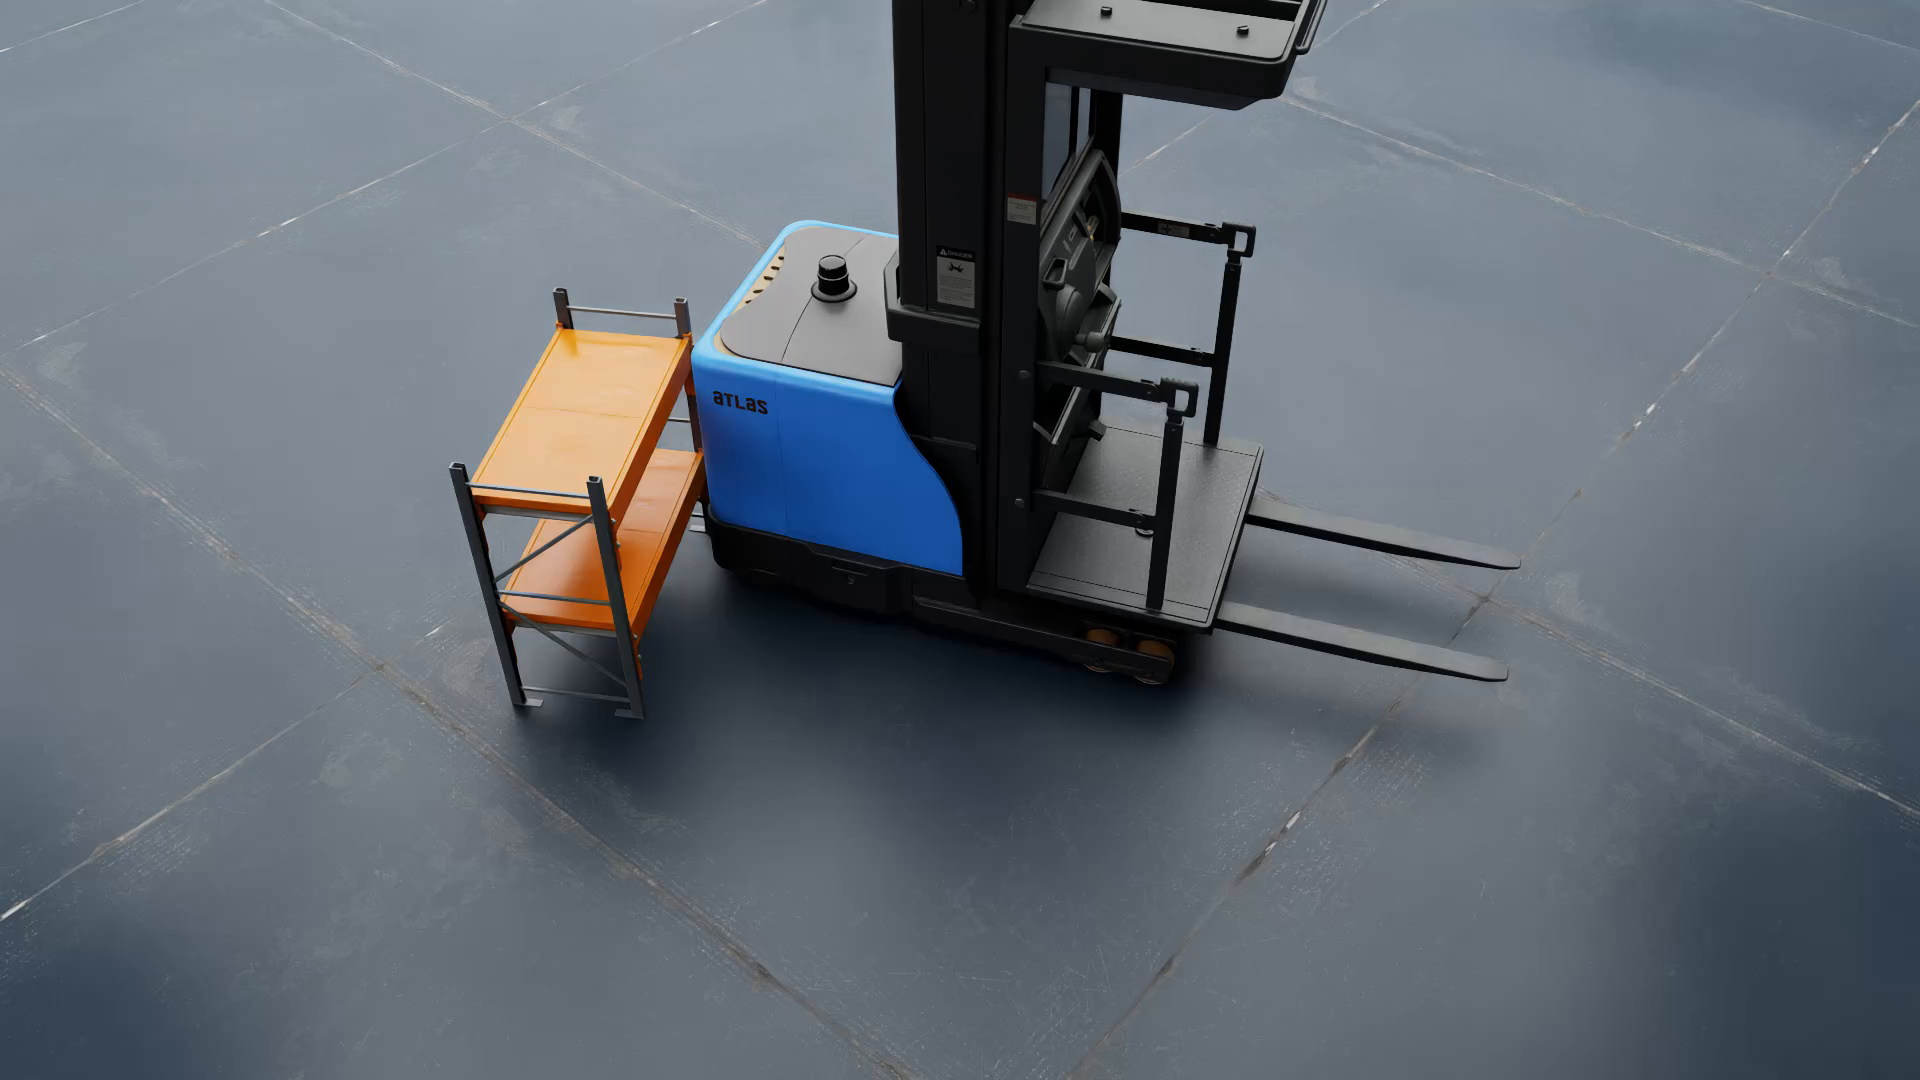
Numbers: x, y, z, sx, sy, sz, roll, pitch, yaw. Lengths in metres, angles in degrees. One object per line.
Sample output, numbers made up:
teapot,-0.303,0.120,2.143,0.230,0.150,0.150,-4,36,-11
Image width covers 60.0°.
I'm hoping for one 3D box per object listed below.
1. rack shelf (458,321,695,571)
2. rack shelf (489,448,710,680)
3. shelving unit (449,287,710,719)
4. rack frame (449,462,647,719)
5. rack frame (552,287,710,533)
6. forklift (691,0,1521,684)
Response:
rack shelf,-1.316,-0.355,5.869,0.538,0.278,1.000,6,43,6
rack shelf,-1.316,0.042,6.231,0.538,0.278,1.000,6,43,6
shelving unit,-1.316,-0.139,6.066,0.538,1.125,1.048,6,43,6
rack frame,-1.391,0.200,5.694,0.500,1.125,0.032,6,43,6
rack frame,-1.240,-0.477,6.438,0.500,1.125,0.032,6,43,6
forklift,0.597,-0.953,5.620,3.031,2.935,1.130,12,44,13
